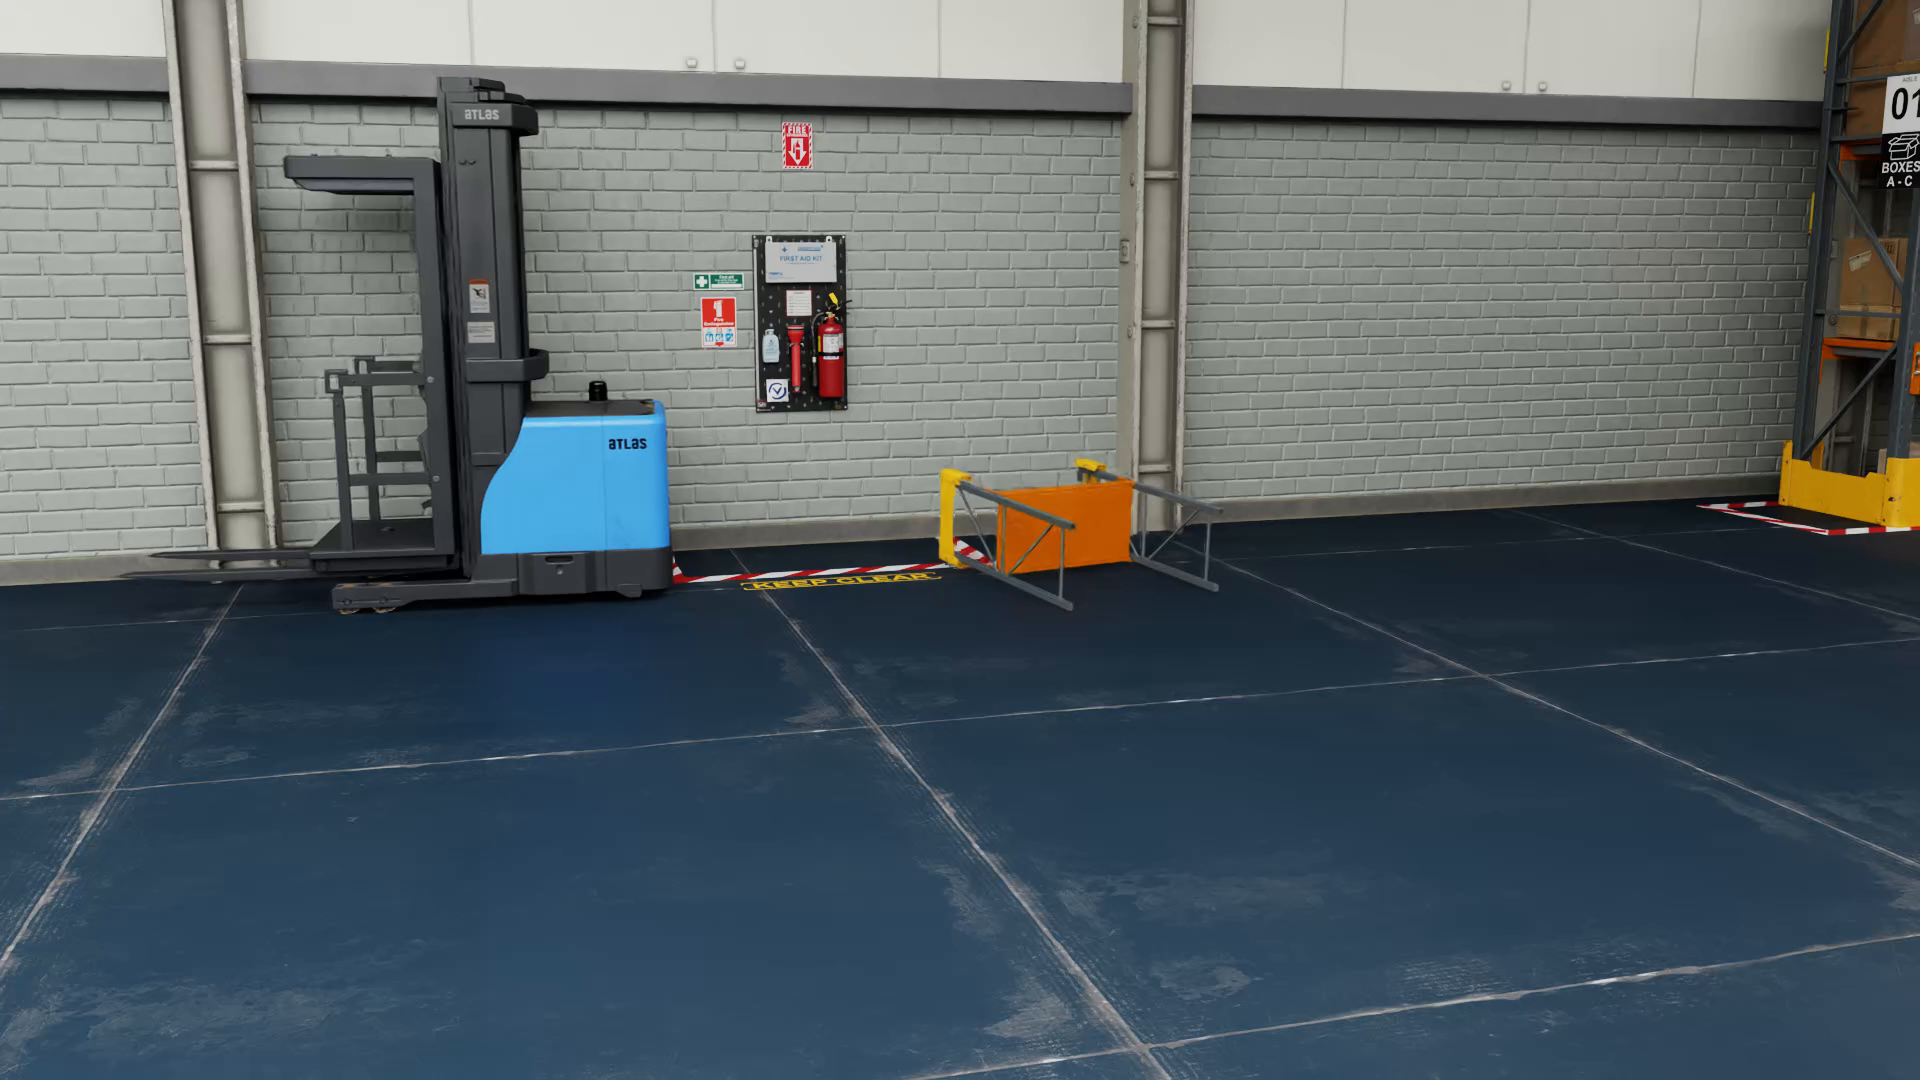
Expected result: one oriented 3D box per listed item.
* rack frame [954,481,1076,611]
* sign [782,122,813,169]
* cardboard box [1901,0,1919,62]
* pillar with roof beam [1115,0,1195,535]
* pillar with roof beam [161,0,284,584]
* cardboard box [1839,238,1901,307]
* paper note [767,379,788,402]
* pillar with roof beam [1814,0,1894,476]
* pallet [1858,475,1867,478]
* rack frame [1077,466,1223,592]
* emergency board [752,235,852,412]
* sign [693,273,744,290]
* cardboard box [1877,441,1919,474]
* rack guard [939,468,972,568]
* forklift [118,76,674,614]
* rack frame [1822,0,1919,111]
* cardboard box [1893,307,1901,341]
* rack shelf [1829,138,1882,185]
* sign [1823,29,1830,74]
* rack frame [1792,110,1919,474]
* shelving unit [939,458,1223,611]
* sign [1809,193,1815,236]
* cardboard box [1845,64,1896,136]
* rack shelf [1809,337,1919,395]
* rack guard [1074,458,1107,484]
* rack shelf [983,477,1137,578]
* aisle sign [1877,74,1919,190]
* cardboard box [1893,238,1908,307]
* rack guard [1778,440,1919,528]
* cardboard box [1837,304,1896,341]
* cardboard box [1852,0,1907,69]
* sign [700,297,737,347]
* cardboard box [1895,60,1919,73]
[{"bbox_3d":[0.257,-0.005,9.853,0.032,0.500,1.500,-6,15,-29],"label":"rack frame"},{"bbox_3d":[-1.068,-2.589,10.922,0.199,0.298,0.001,-3,11,-16],"label":"sign"},{"bbox_3d":[7.119,-3.671,11.827,0.500,0.500,0.500,-4,11,-20],"label":"cardboard box"},{"bbox_3d":[2.554,-3.752,7.075,0.400,9.000,9.100,-3,11,-16],"label":"pillar with roof beam"},{"bbox_3d":[-3.207,-3.449,5.425,0.400,9.000,9.100,-3,11,-16],"label":"pillar with roof beam"},{"bbox_3d":[7.074,-2.034,12.597,0.500,0.500,0.500,-3,11,-17],"label":"cardboard box"},{"bbox_3d":[-1.222,-1.002,11.136,0.142,0.148,0.016,-3,11,-16],"label":"paper note"},{"bbox_3d":[8.315,-4.056,8.724,0.400,9.000,9.100,-3,11,-16],"label":"pillar with roof beam"},{"bbox_3d":[7.544,-0.336,12.786,1.213,0.211,1.003,-3,11,-16],"label":"pallet"},{"bbox_3d":[1.146,-0.095,10.339,0.032,0.500,1.500,-6,15,-29],"label":"rack frame"},{"bbox_3d":[-1.033,-1.432,11.040,0.643,1.169,0.194,-3,11,-16],"label":"emergency board"},{"bbox_3d":[-1.586,-1.699,10.927,0.331,0.109,0.001,-3,11,-16],"label":"sign"},{"bbox_3d":[7.371,-0.582,12.632,0.500,0.311,0.500,-4,11,-22],"label":"cardboard box"},{"bbox_3d":[-0.029,-0.137,10.393,0.087,0.587,0.250,-6,15,-29],"label":"rack guard"},{"bbox_3d":[-3.241,-1.130,9.590,3.031,2.935,1.130,-2,11,-11],"label":"forklift"},{"bbox_3d":[6.681,-4.619,11.780,0.127,3.000,1.000,-3,11,-16],"label":"rack frame"},{"bbox_3d":[7.238,-1.574,12.169,0.500,0.250,0.500,-3,11,-18],"label":"cardboard box"},{"bbox_3d":[8.601,-2.891,12.666,4.000,0.370,1.077,-3,11,-16],"label":"rack shelf"},{"bbox_3d":[6.545,-3.676,12.501,0.005,0.325,0.100,-3,11,-16],"label":"sign"},{"bbox_3d":[6.681,-1.668,12.323,0.127,3.000,1.000,-3,11,-16],"label":"rack frame"},{"bbox_3d":[0.709,-0.051,10.100,1.083,0.587,1.500,-6,15,-29],"label":"shelving unit"},{"bbox_3d":[6.545,-2.491,12.719,0.005,0.325,0.100,-3,11,-16],"label":"sign"},{"bbox_3d":[7.011,-3.268,12.394,0.500,0.500,0.500,-2,11,-12],"label":"cardboard box"},{"bbox_3d":[8.601,-1.416,12.938,4.000,0.370,1.077,-3,11,-16],"label":"rack shelf"},{"bbox_3d":[0.841,-0.225,10.869,0.087,0.587,0.250,-6,15,-29],"label":"rack guard"},{"bbox_3d":[0.614,-0.088,10.249,1.000,0.538,0.185,-6,15,-29],"label":"rack shelf"},{"bbox_3d":[6.696,-2.891,11.785,0.004,0.787,0.394,-3,11,-16],"label":"aisle sign"},{"bbox_3d":[7.224,-1.945,12.114,0.500,0.500,0.500,-3,11,-16],"label":"cardboard box"},{"bbox_3d":[6.754,-0.443,12.570,0.348,0.500,1.175,-3,11,-16],"label":"rack guard"},{"bbox_3d":[7.076,-1.662,12.646,0.500,0.250,0.500,-3,11,-15],"label":"cardboard box"},{"bbox_3d":[7.022,-3.761,12.316,0.500,0.500,0.500,-3,11,-13],"label":"cardboard box"},{"bbox_3d":[-1.592,-1.439,10.982,0.234,0.329,0.001,-3,11,-16],"label":"sign"},{"bbox_3d":[7.072,-3.176,11.897,0.500,0.500,0.500,-3,11,-14],"label":"cardboard box"}]
